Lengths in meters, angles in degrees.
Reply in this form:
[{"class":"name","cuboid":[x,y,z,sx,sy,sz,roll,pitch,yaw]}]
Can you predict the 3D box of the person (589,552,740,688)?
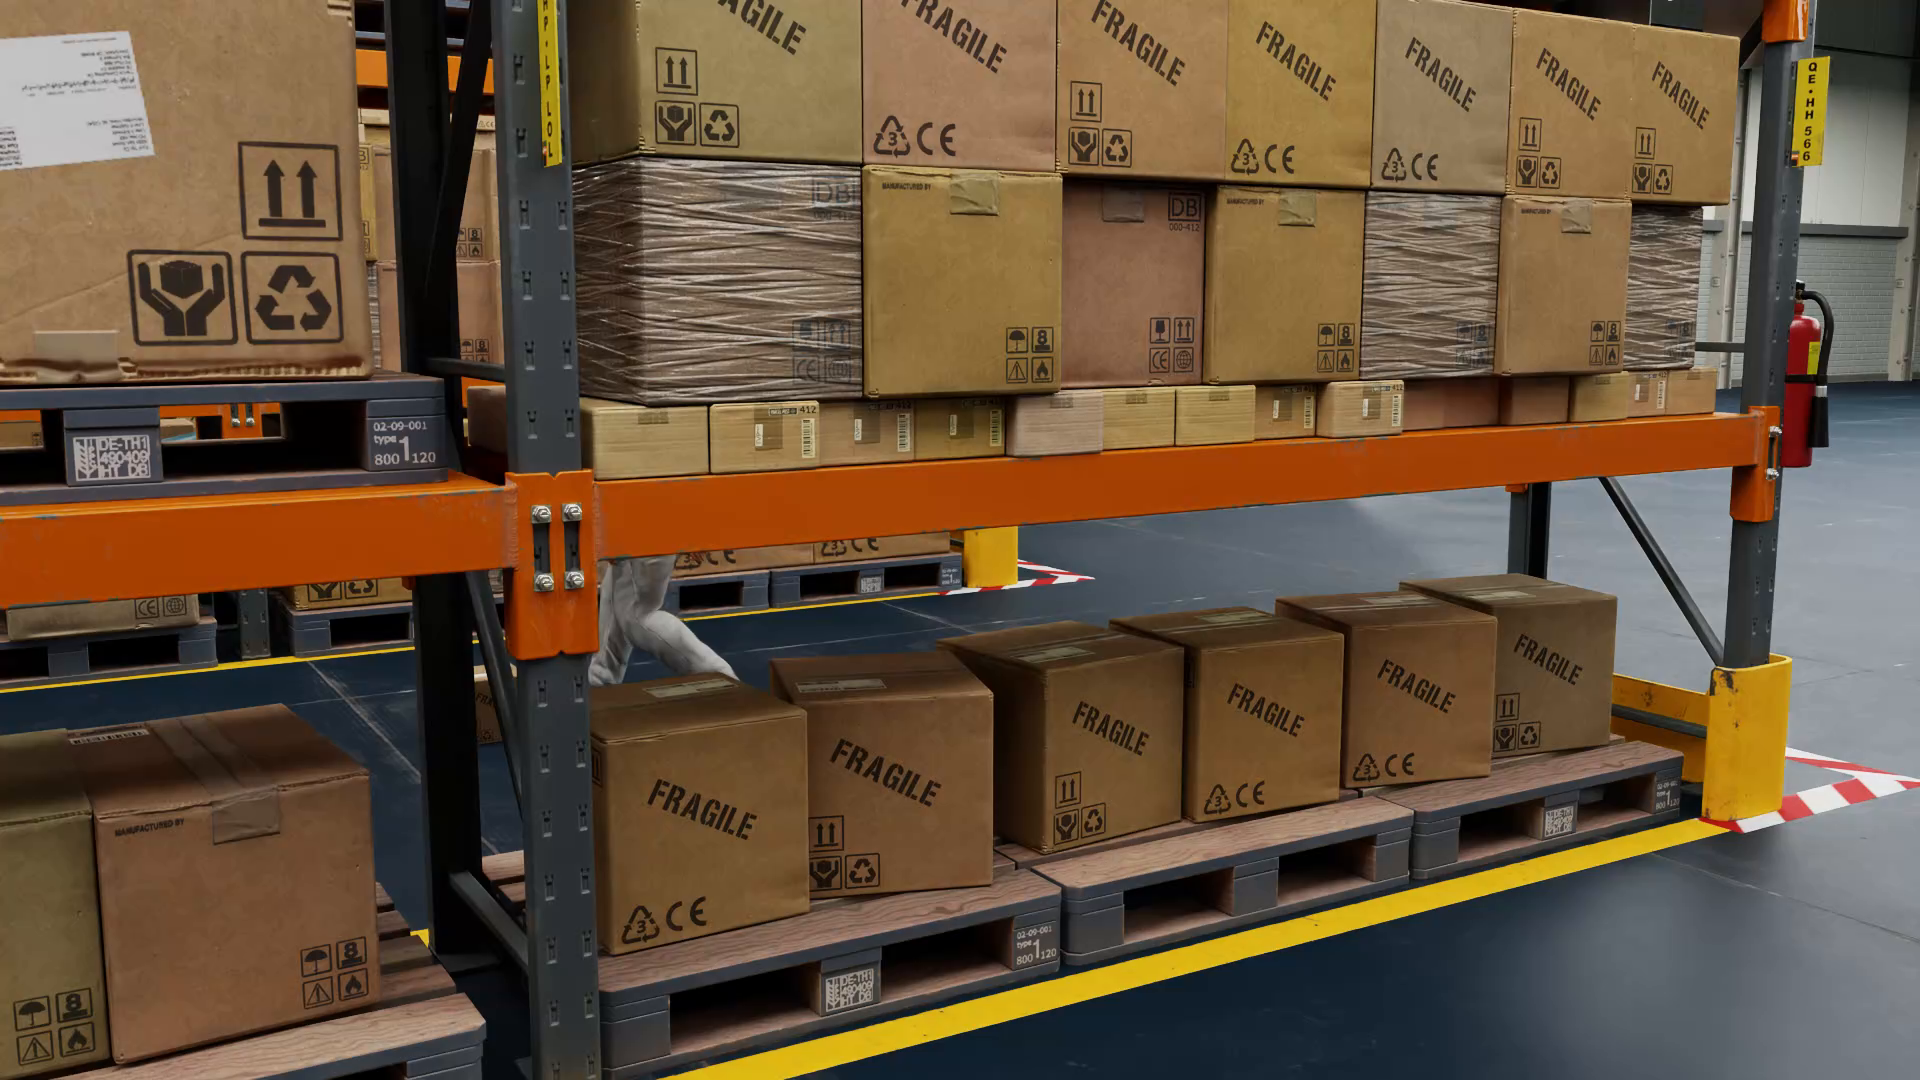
[{"class":"person","cuboid":[-1.253,-0.080,6.545,0.965,1.590,0.493,2,9,14]}]
